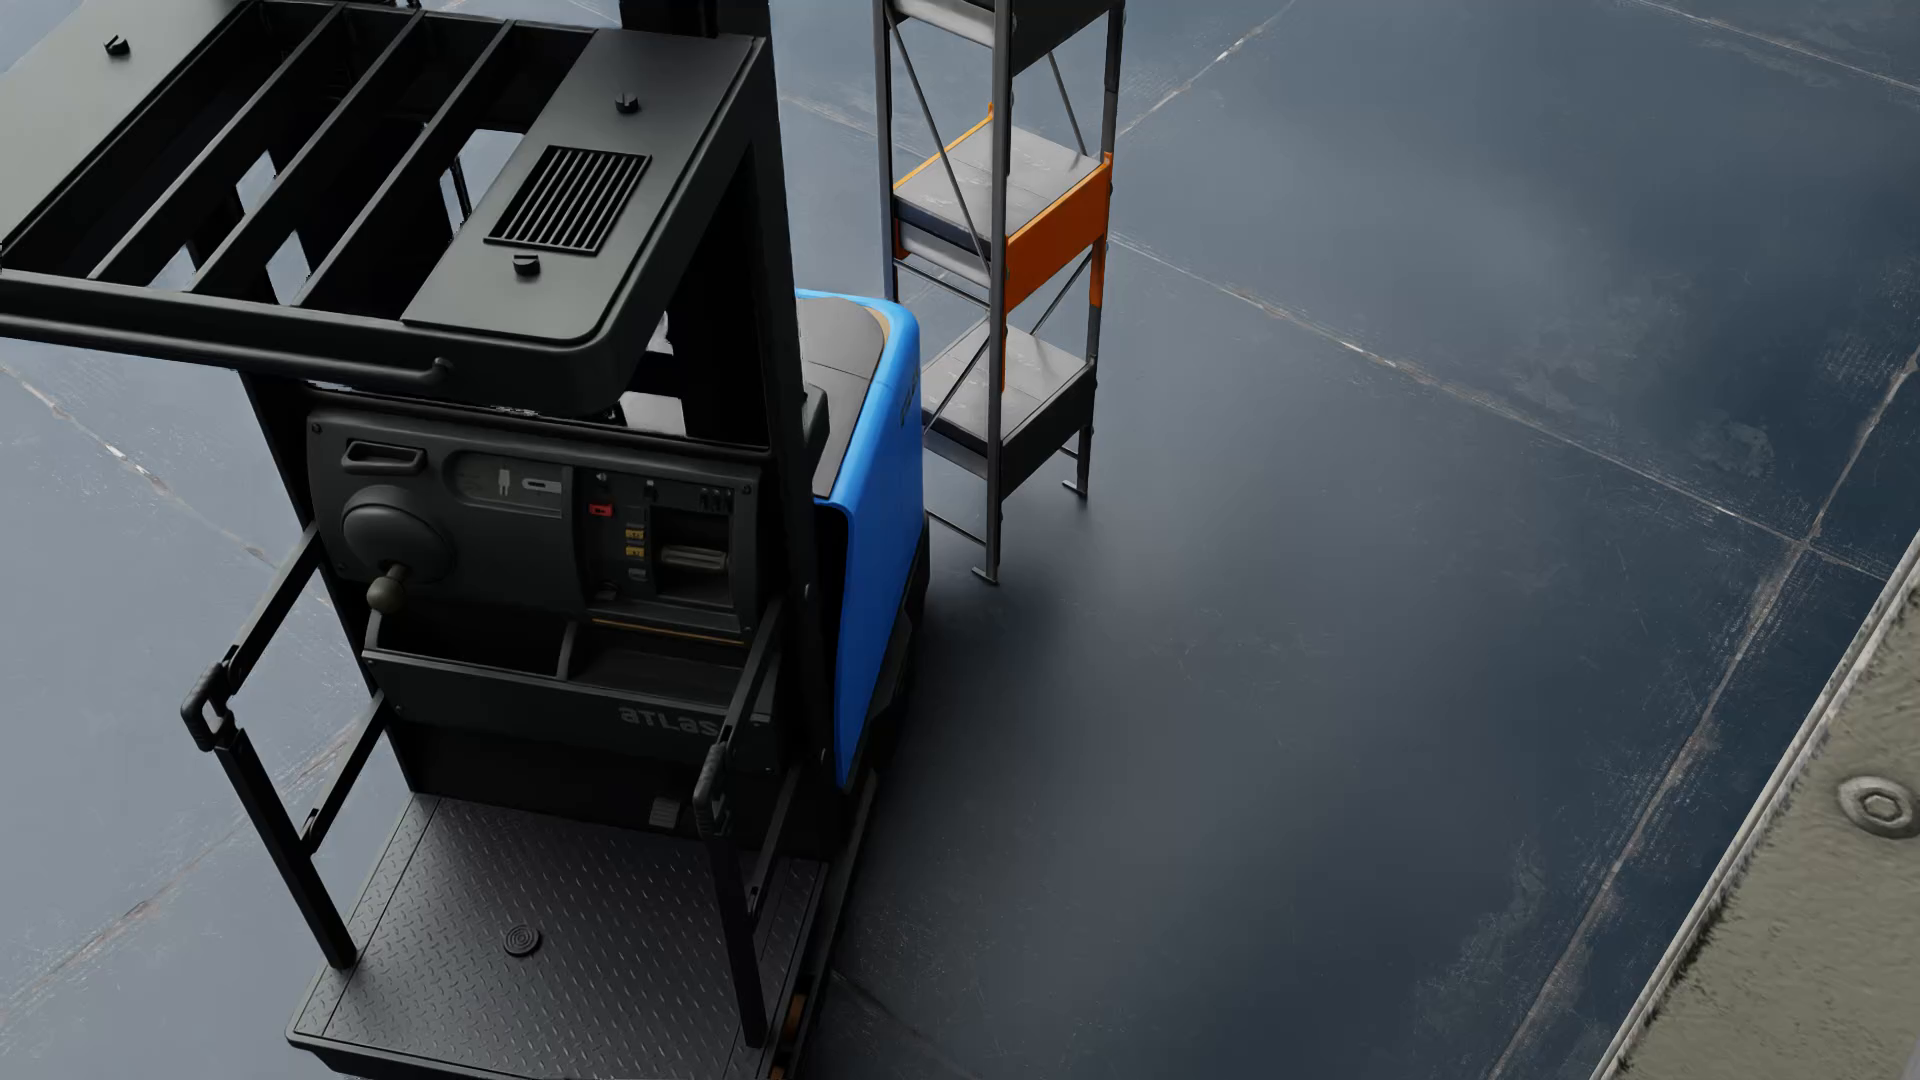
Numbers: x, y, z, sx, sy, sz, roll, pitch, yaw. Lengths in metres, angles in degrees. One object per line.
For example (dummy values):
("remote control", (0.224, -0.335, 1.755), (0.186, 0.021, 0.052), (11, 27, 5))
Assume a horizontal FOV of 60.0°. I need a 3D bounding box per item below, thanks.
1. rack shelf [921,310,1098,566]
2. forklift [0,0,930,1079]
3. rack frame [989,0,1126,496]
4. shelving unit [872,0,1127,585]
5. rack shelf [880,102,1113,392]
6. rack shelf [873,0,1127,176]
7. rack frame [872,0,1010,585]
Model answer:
("rack shelf", (0.101, -0.327, 5.097), (0.431, 0.518, 0.480), (29, 53, 25))
("forklift", (-0.884, 0.082, 3.145), (1.130, 2.935, 3.031), (8, 47, 8))
("rack frame", (0.250, -0.960, 4.715), (0.400, 2.100, 0.015), (29, 53, 25))
("shelving unit", (0.101, -0.820, 4.581), (0.431, 2.100, 0.503), (29, 53, 25))
("rack shelf", (0.101, -0.811, 4.591), (0.431, 0.518, 0.480), (29, 53, 25))
("rack shelf", (0.101, -1.294, 4.085), (0.431, 0.518, 0.480), (29, 53, 25))
("rack frame", (-0.048, -0.680, 4.448), (0.400, 2.100, 0.015), (29, 53, 25))
